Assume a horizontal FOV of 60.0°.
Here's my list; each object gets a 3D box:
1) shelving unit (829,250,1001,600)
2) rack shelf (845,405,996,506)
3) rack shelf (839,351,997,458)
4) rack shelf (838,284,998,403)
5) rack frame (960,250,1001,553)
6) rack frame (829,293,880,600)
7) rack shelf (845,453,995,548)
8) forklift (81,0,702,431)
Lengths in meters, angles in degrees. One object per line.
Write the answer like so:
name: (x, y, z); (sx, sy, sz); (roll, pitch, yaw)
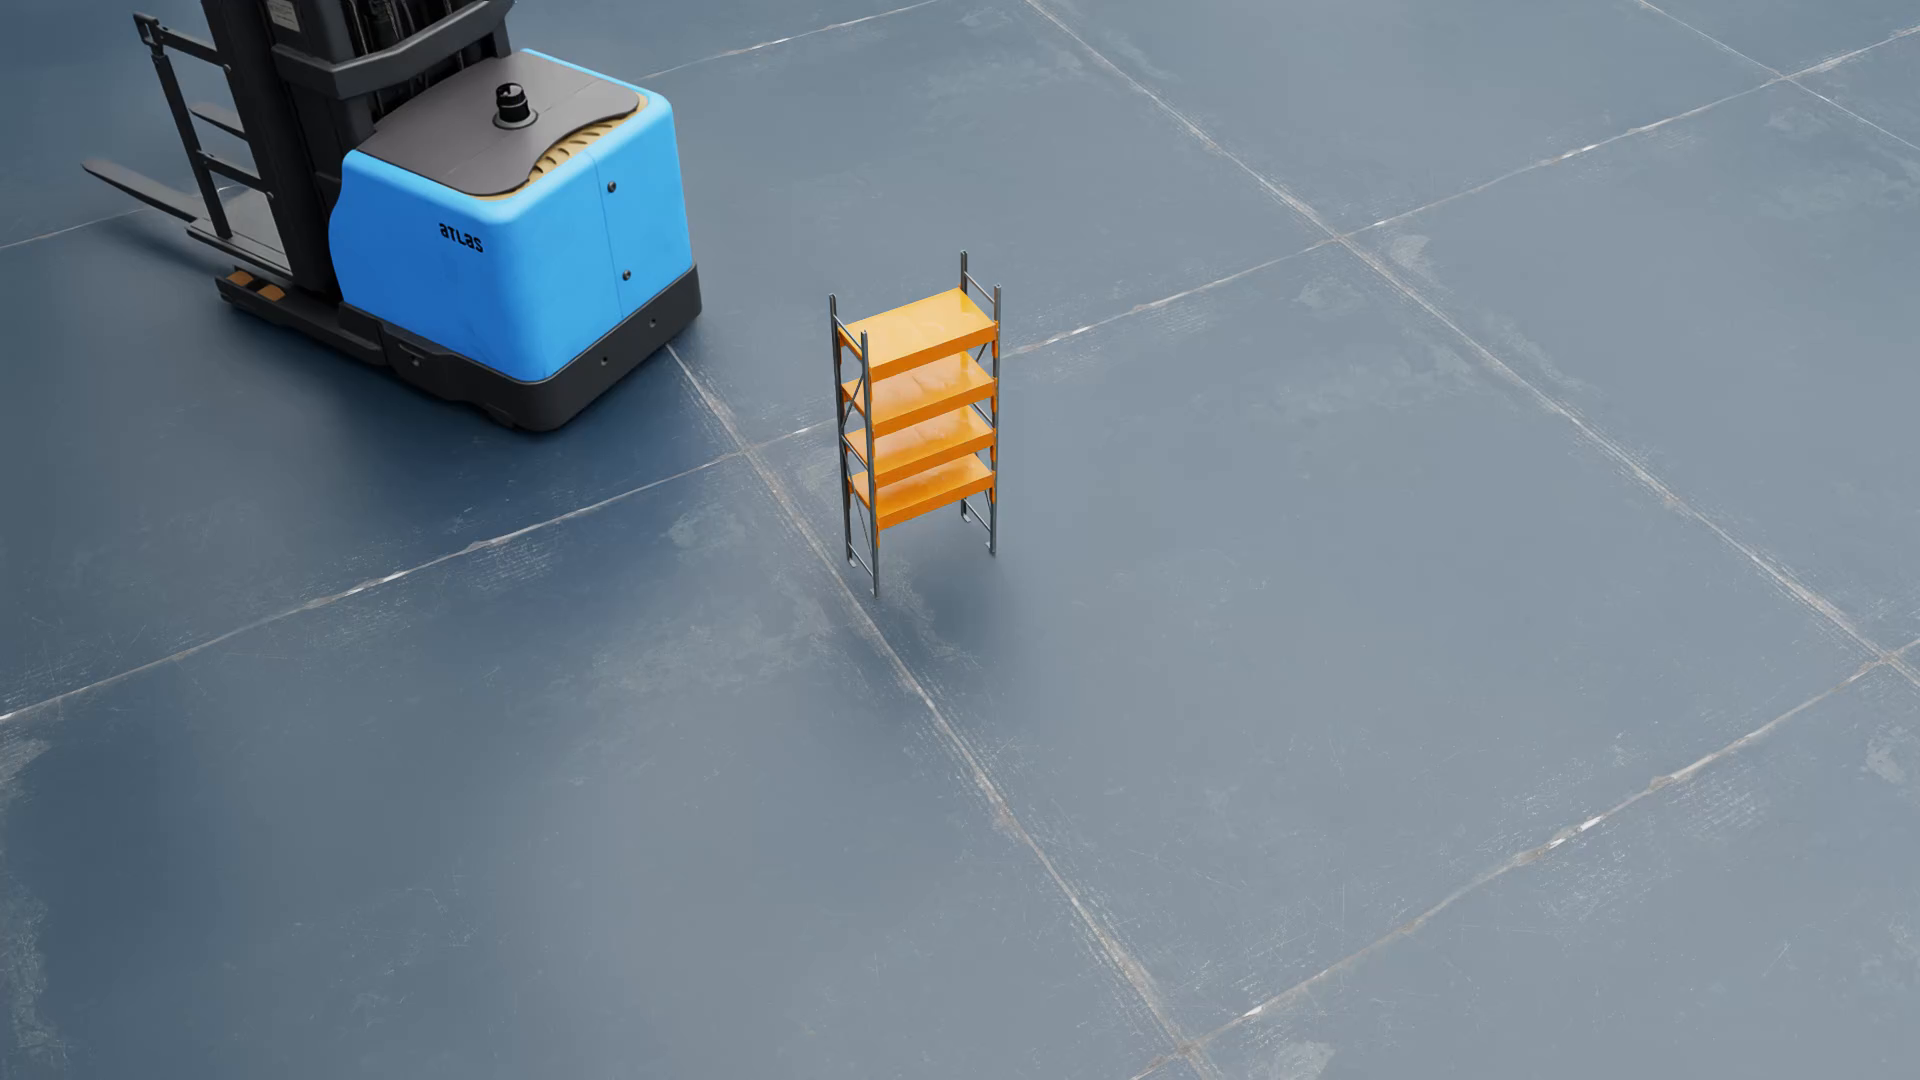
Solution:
shelving unit: (-0.144, -0.373, 5.773); (0.503, 1.200, 0.258); (-22, 48, -21)
rack shelf: (-0.144, -0.325, 5.820); (0.480, 0.148, 0.258); (-22, 48, -21)
rack shelf: (-0.144, -0.485, 5.664); (0.480, 0.148, 0.258); (-22, 48, -21)
rack shelf: (-0.144, -0.655, 5.499); (0.480, 0.148, 0.258); (-22, 48, -21)
rack frame: (0.068, -0.458, 5.860); (0.015, 1.200, 0.240); (-22, 48, -21)
rack frame: (-0.355, -0.288, 5.686); (0.015, 1.200, 0.240); (-22, 48, -21)
rack shelf: (-0.144, -0.182, 5.958); (0.480, 0.148, 0.258); (-22, 48, -21)
forklift: (-2.632, -2.275, 6.490); (3.031, 2.935, 1.130); (24, 49, 23)
